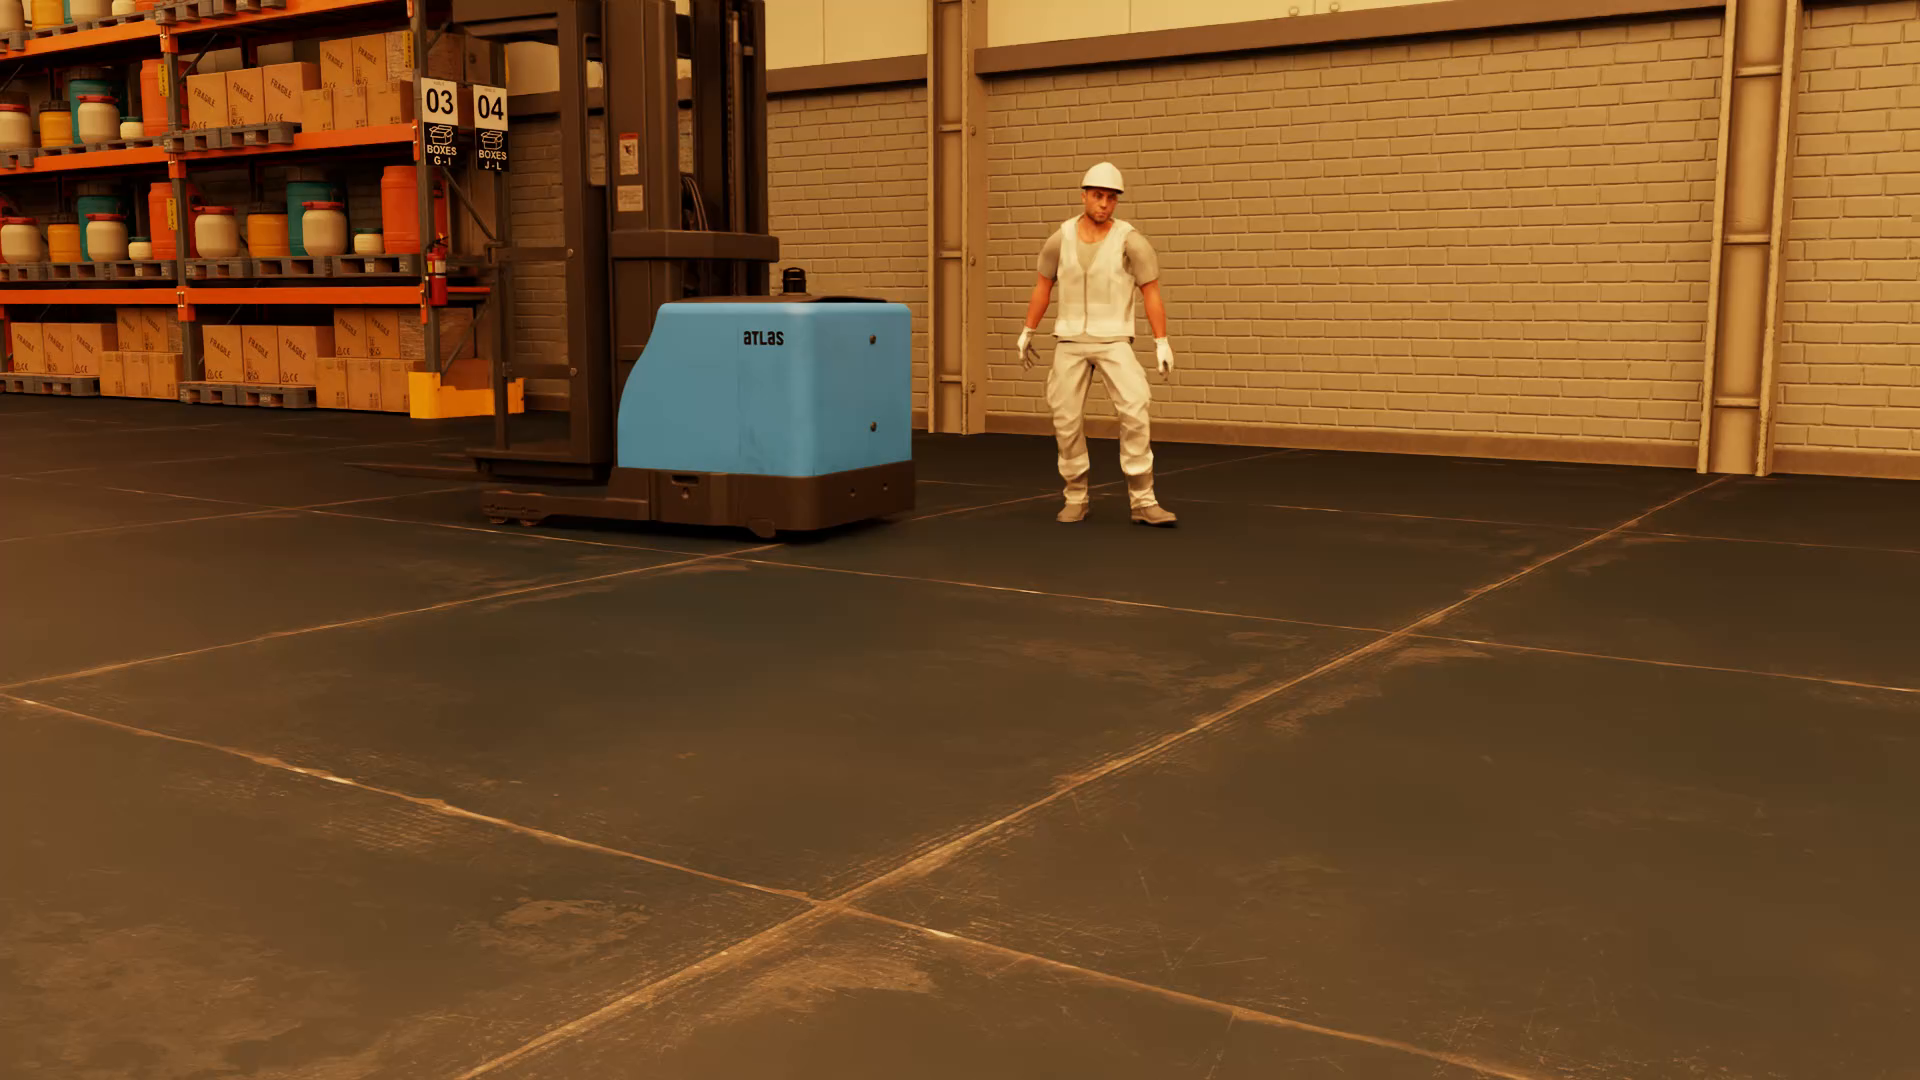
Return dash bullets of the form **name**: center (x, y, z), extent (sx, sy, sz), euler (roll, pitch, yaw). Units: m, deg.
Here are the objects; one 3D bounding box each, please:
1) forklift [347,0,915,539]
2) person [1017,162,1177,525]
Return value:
- **forklift**: center (-1.771, -1.578, 8.287), extent (3.031, 2.935, 1.130), euler (4, 9, 27)
- **person**: center (0.666, -0.948, 8.137), extent (0.880, 1.749, 0.454), euler (3, 9, 20)
